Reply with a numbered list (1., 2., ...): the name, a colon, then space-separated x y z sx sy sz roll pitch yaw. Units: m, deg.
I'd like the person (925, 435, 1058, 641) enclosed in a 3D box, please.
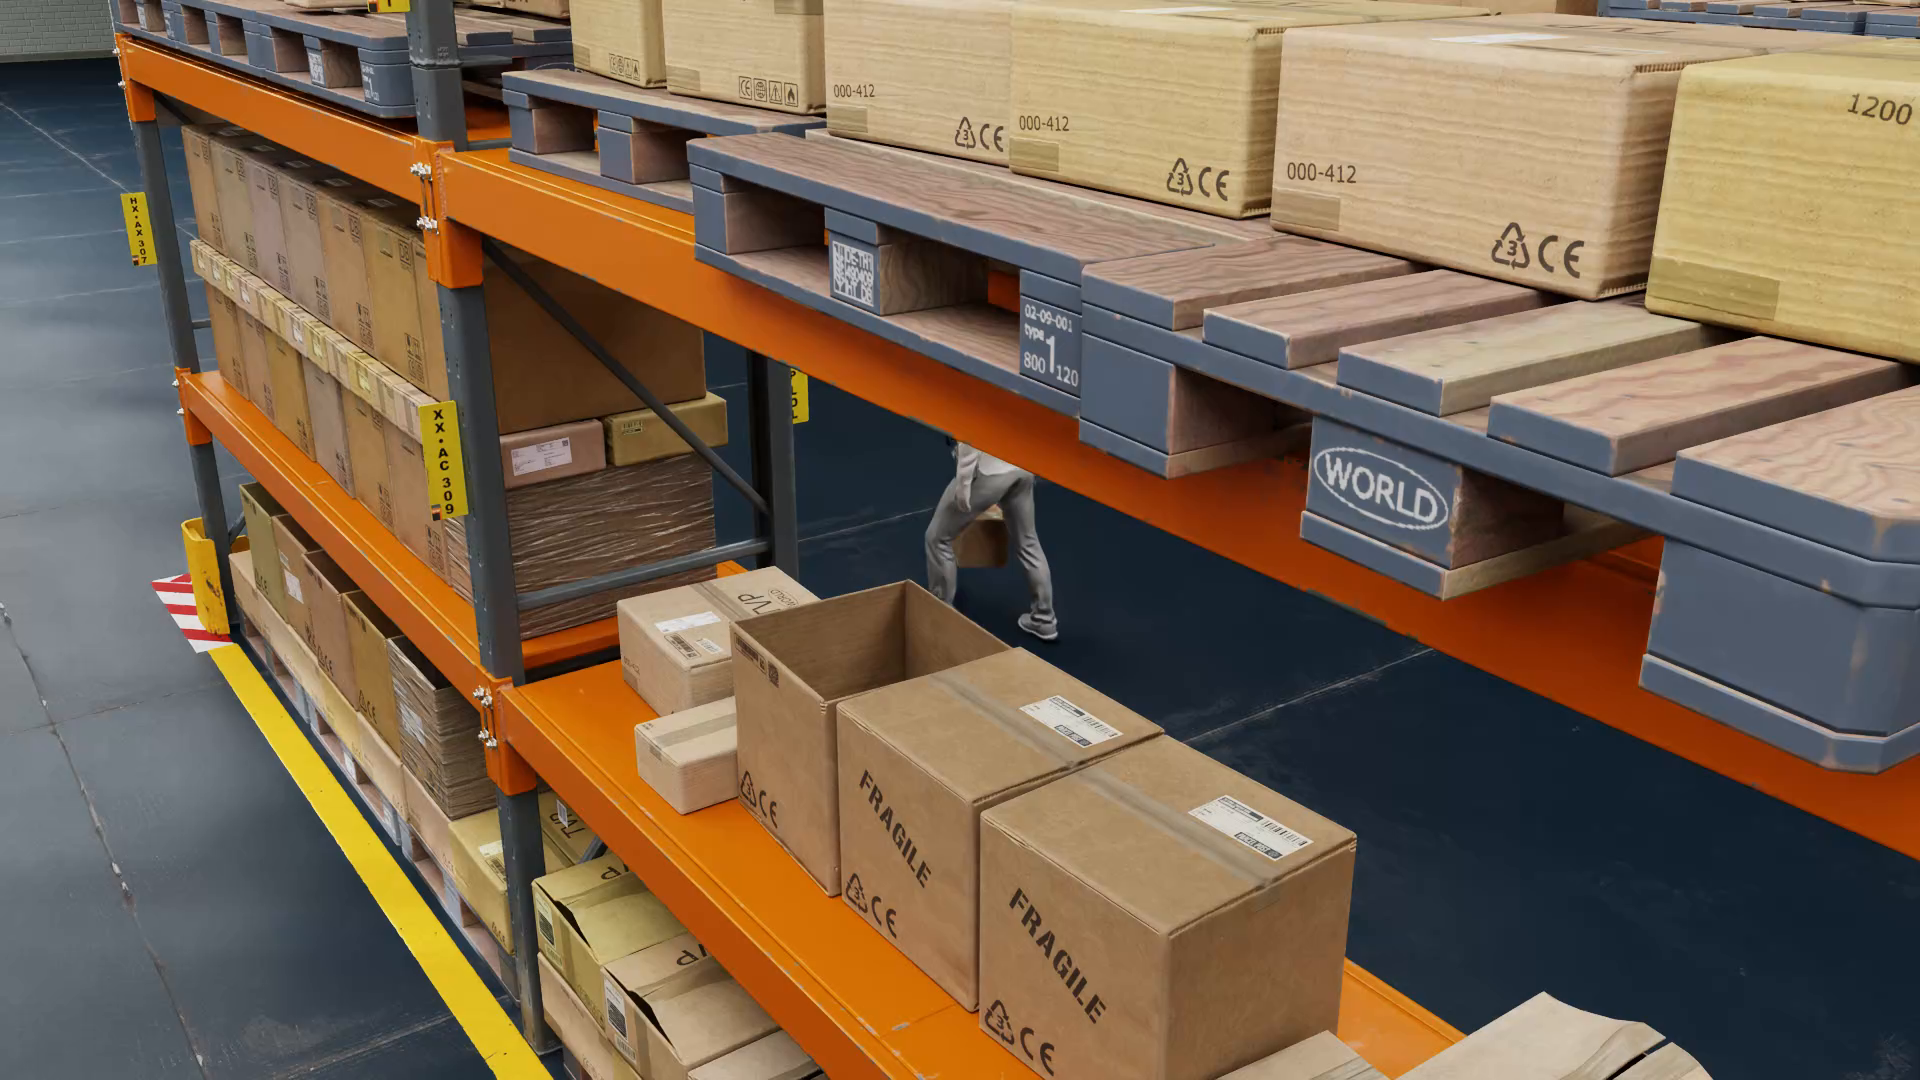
1. person: 0.131 -0.320 7.912 0.700 1.645 0.605 17 27 37
